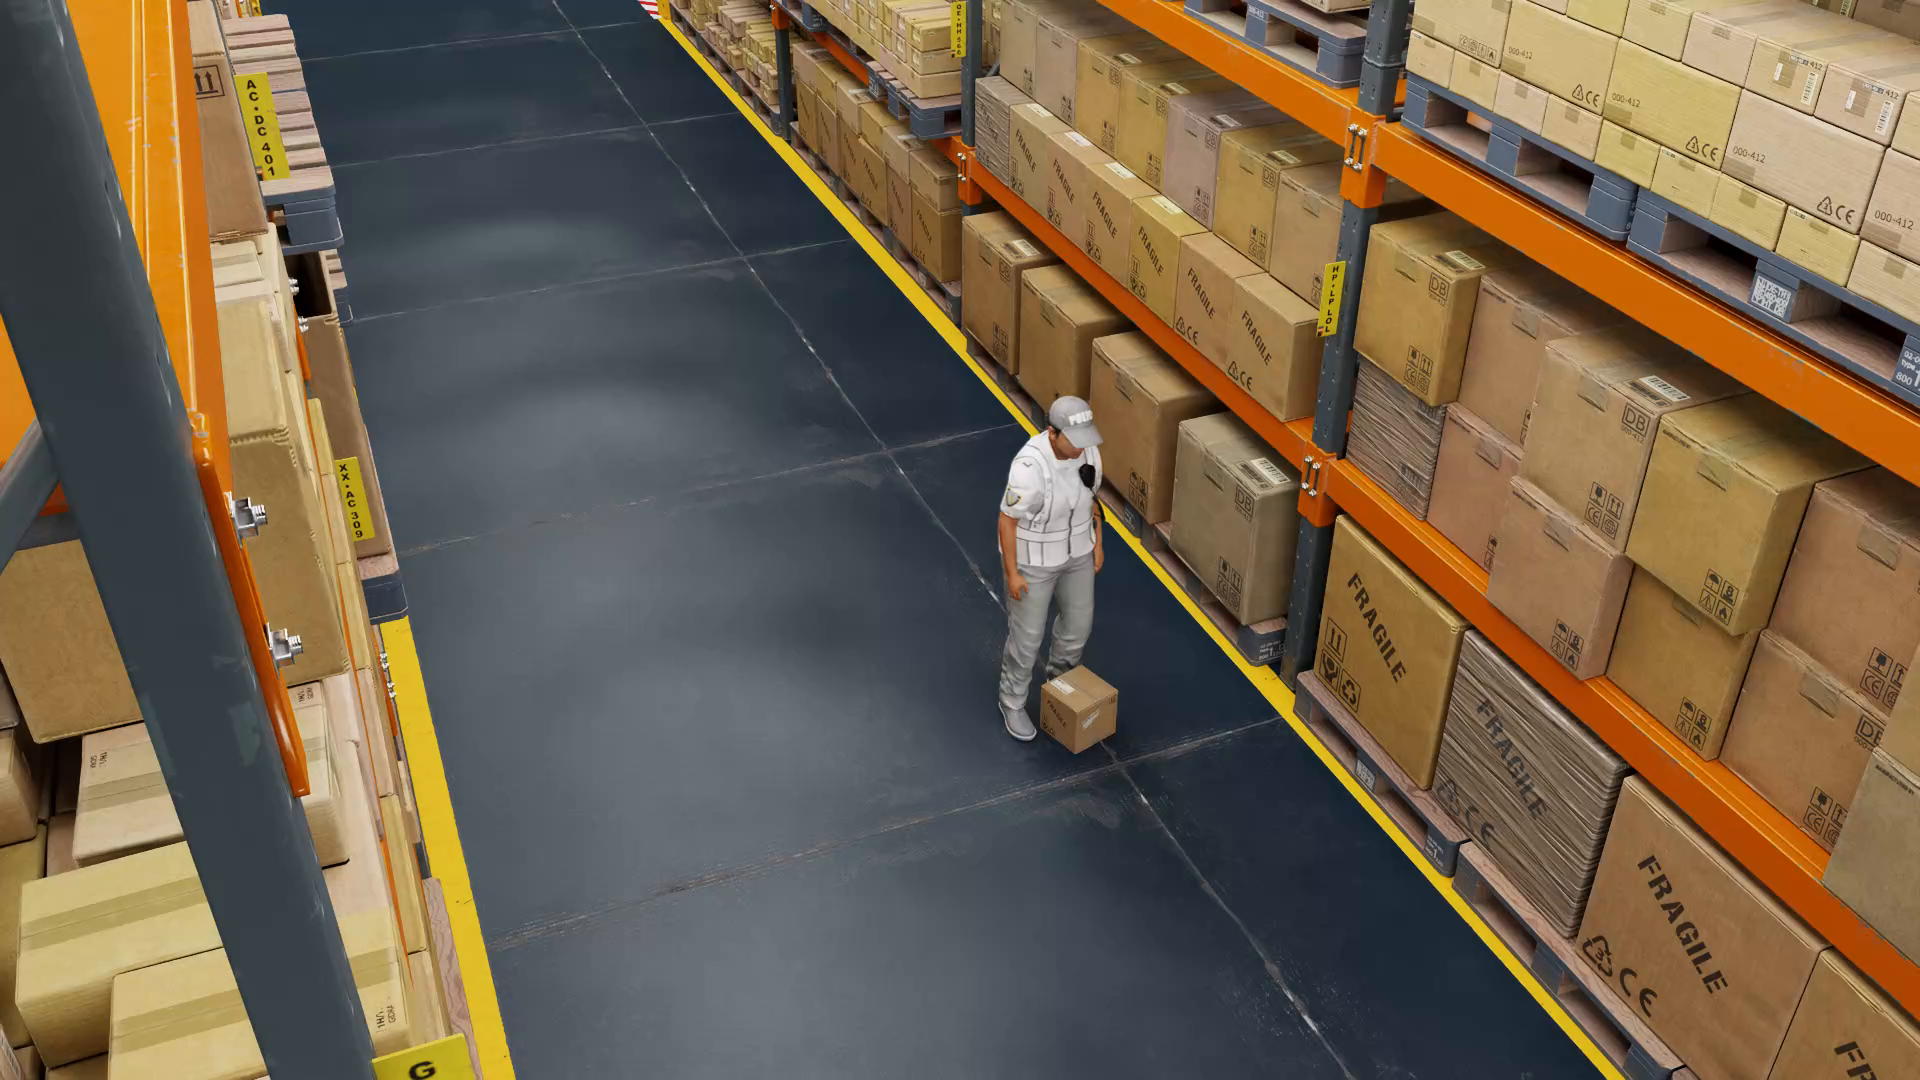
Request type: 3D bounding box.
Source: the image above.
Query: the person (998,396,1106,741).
[{"bbox_3d":[0.412,0.088,7.384,0.539,1.666,0.465,-20,38,-27],"label":"person"}]
